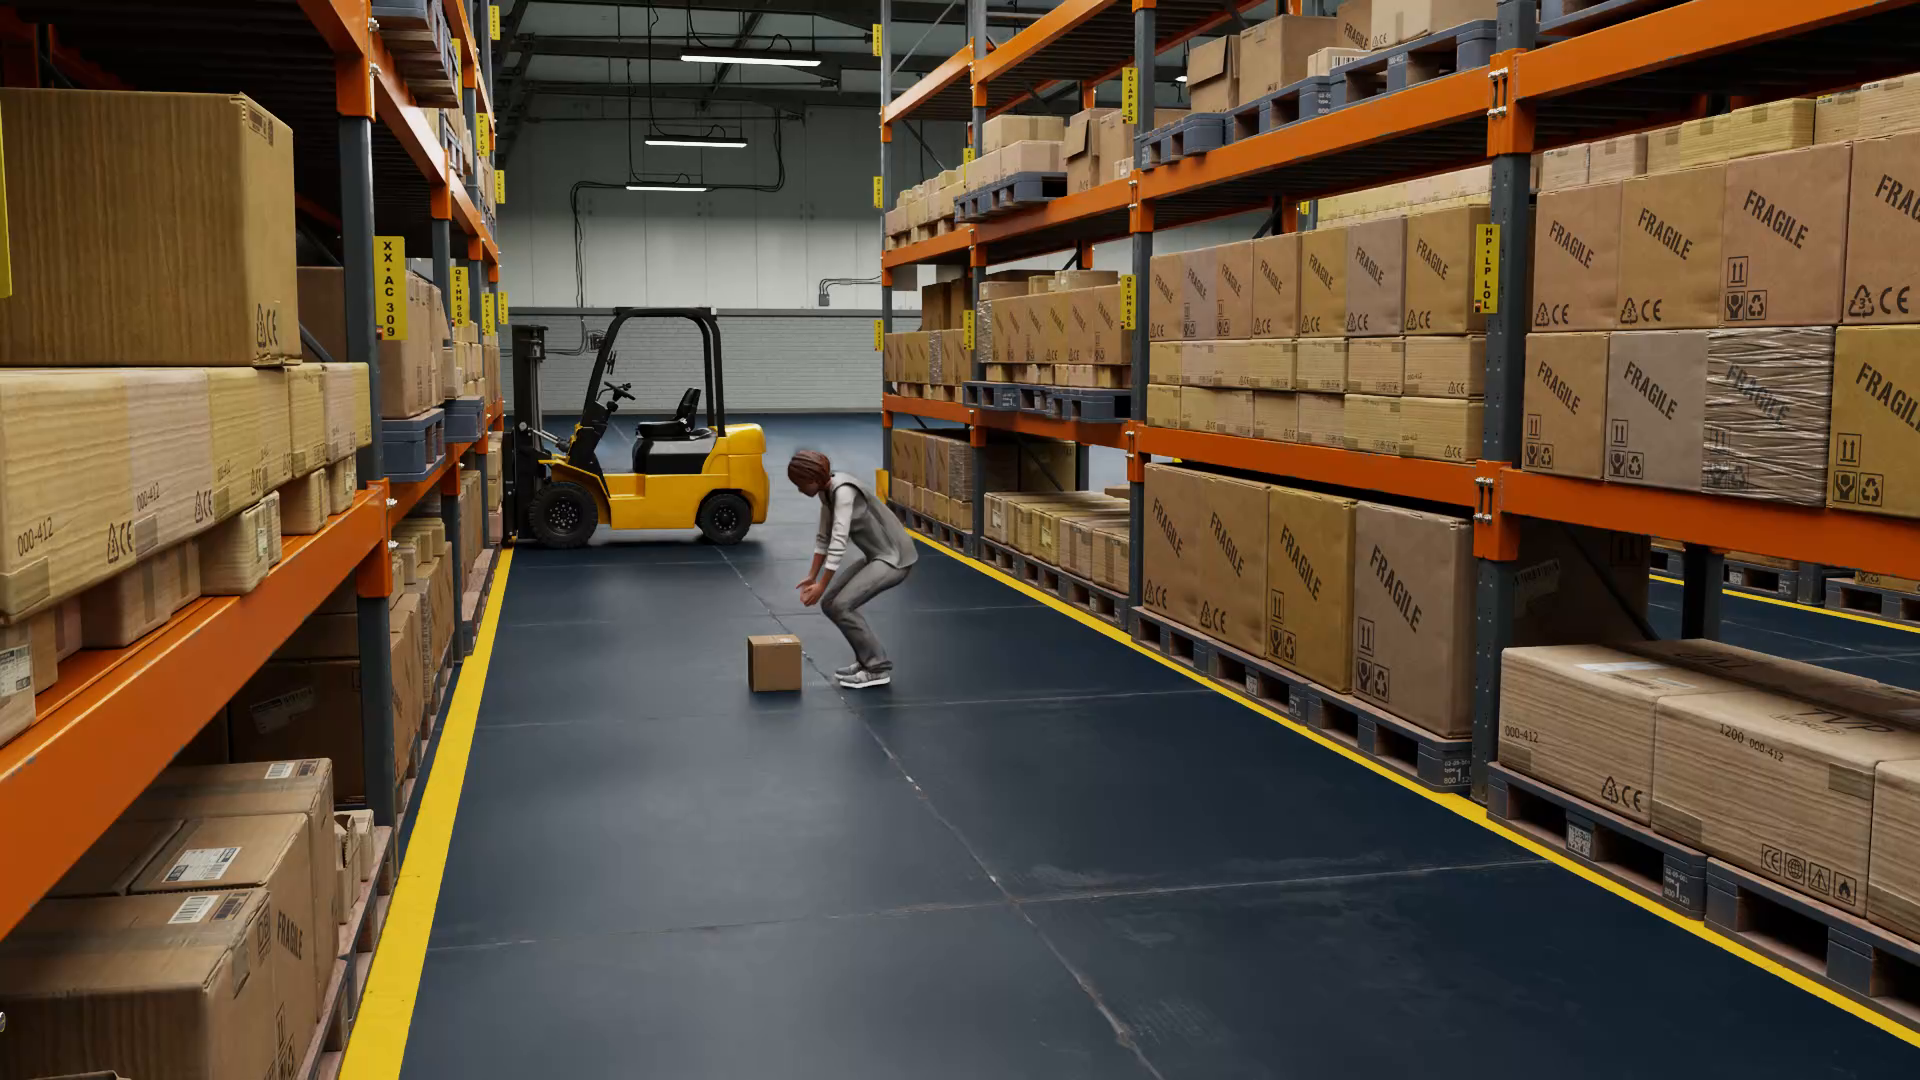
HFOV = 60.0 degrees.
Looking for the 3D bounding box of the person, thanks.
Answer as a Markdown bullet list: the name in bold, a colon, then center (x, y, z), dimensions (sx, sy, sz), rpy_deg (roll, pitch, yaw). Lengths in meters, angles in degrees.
- **person**: center (-0.555, 0.153, 8.696), dimensions (0.688, 1.228, 0.462), rpy_deg (-2, 7, -14)
